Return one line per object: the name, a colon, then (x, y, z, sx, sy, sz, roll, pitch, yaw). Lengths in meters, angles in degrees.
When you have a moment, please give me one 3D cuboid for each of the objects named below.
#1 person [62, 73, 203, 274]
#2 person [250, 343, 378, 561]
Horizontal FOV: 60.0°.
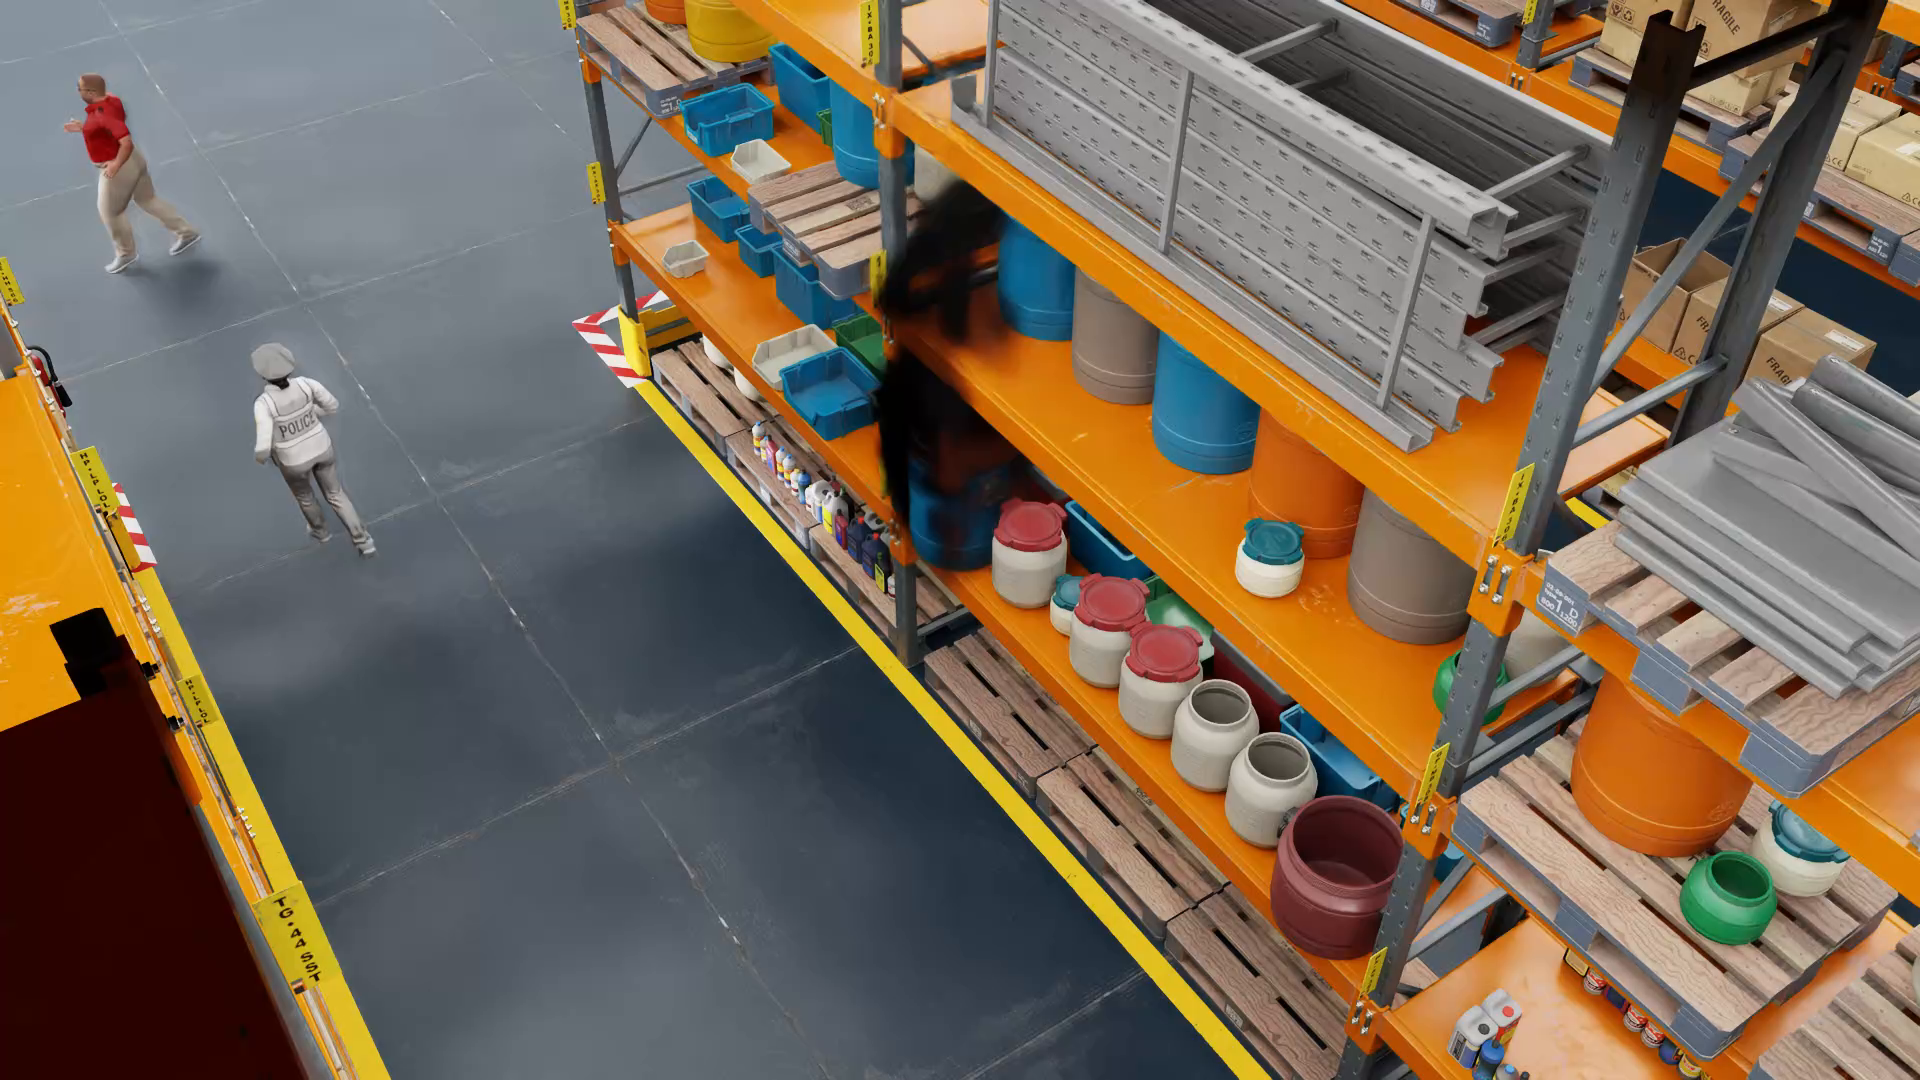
person: (-6.929, -3.044, 13.781, 0.823, 1.773, 0.647, -3, 43, -3)
person: (-4.259, -0.533, 10.830, 0.771, 1.701, 0.640, 34, 52, 31)
